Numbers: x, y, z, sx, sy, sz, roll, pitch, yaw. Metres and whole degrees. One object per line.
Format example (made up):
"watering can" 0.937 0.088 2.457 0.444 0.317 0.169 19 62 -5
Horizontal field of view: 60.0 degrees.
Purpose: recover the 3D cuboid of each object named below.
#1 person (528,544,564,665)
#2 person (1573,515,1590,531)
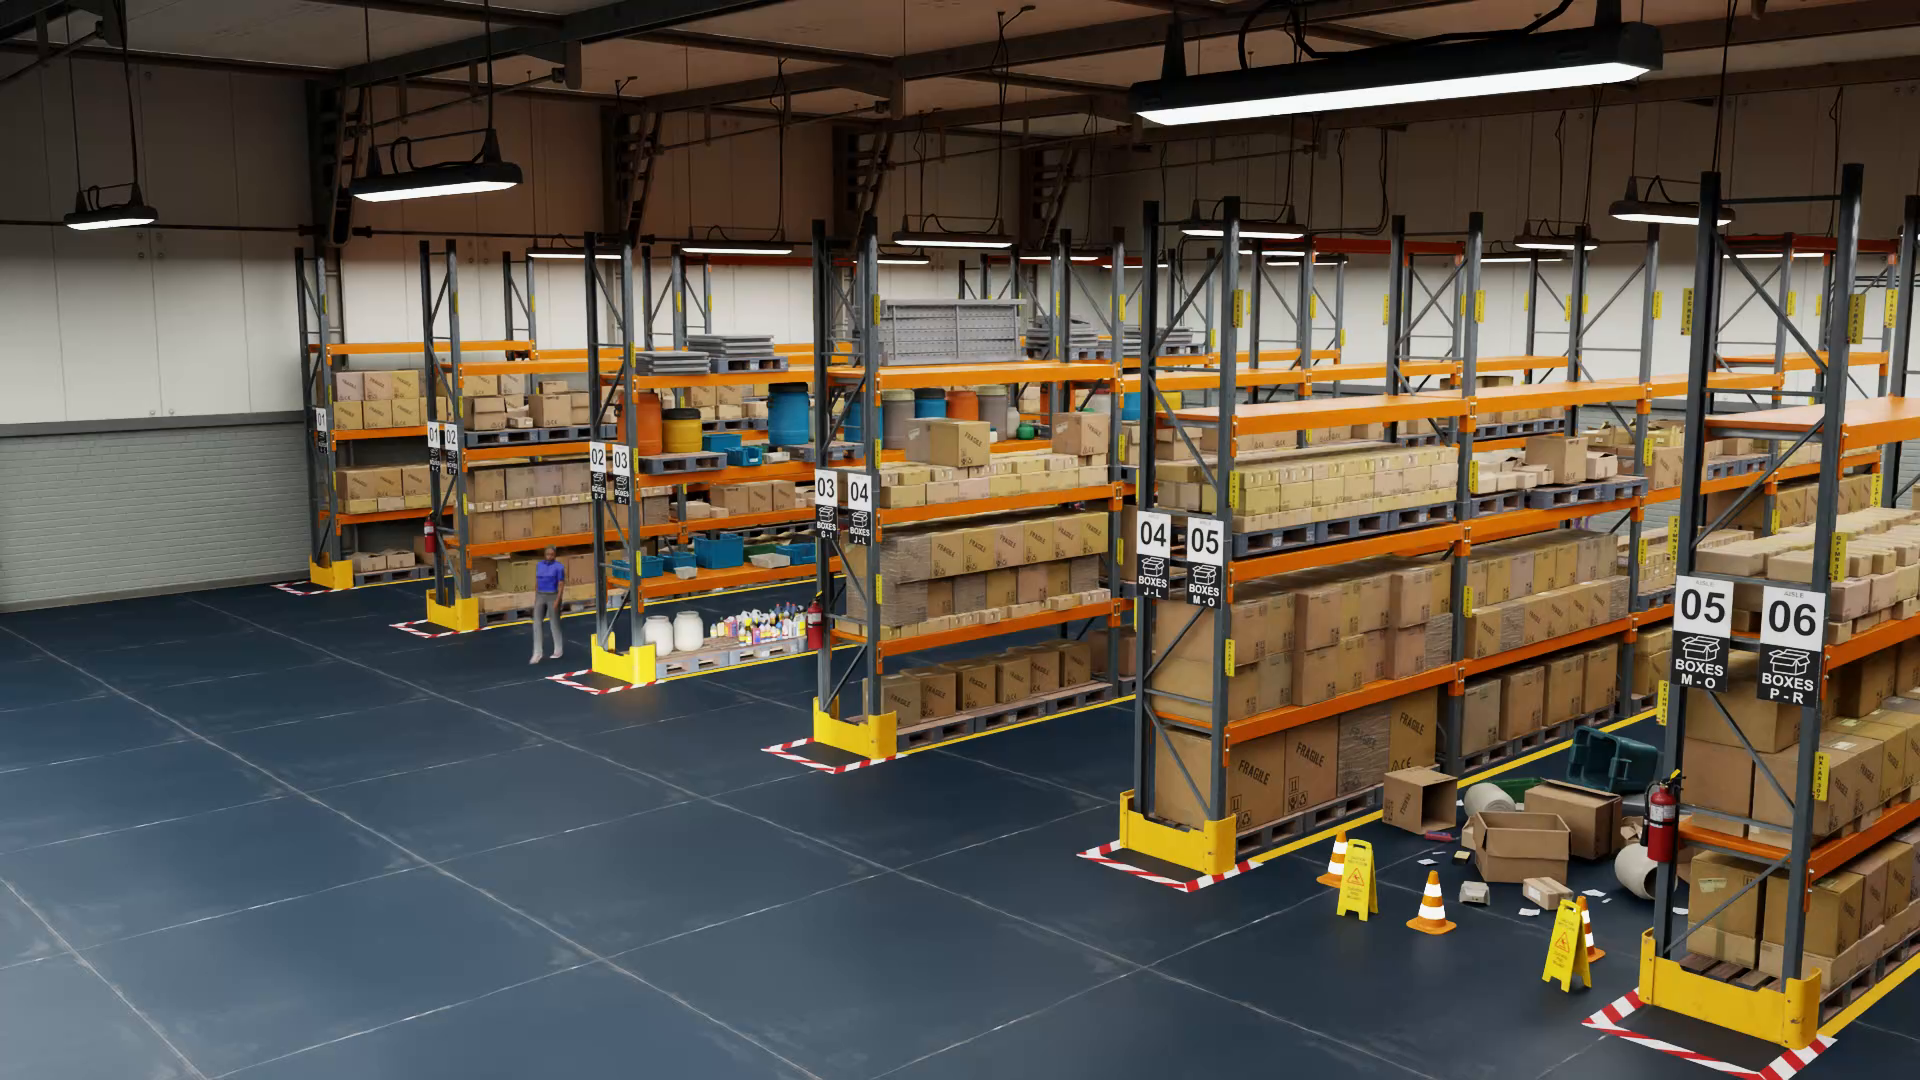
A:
"person" -5.871 0.909 23.620 0.471 1.690 0.610 1 8 7
"person" 11.373 -0.066 30.340 0.390 1.571 0.745 -8 11 -42
